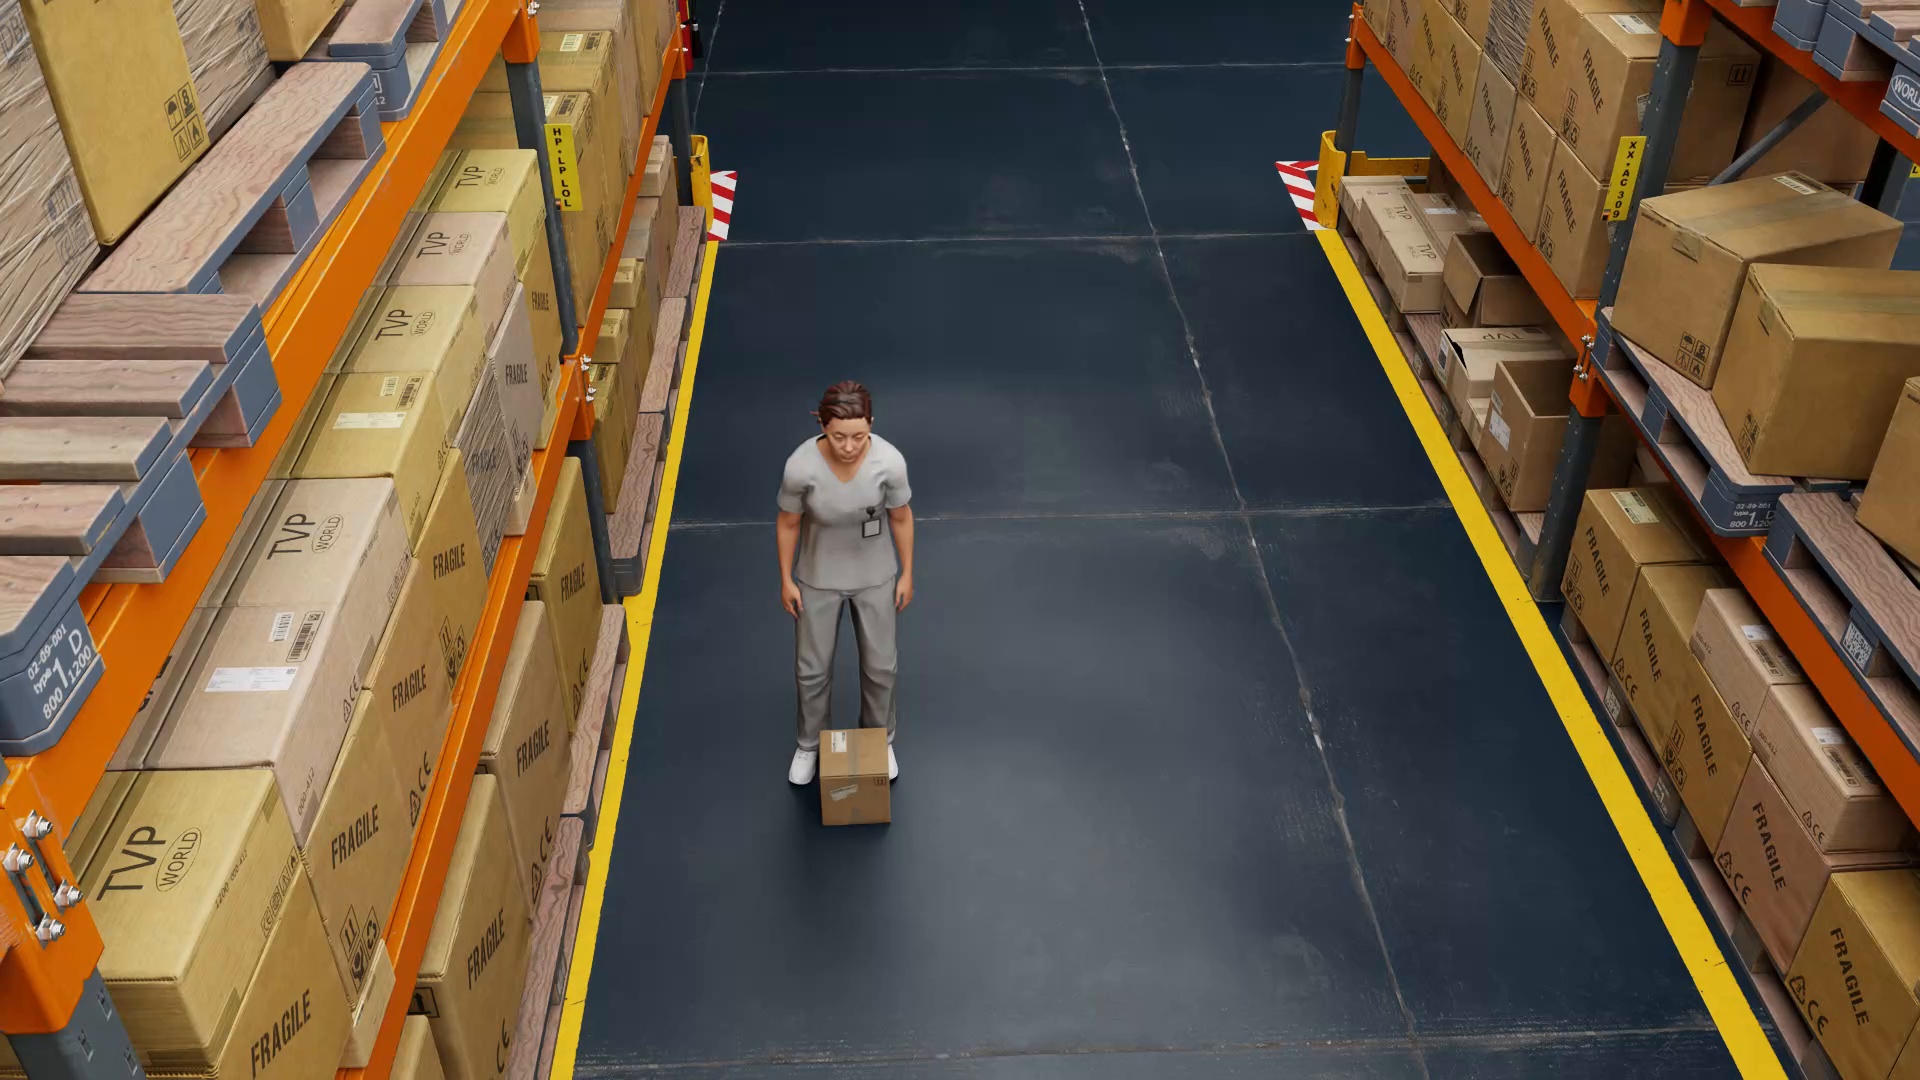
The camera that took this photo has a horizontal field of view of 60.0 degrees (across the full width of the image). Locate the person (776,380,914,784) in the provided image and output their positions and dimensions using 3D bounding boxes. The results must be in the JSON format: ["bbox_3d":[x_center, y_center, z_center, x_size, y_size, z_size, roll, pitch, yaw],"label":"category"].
[{"bbox_3d":[-0.409,0.156,5.939,0.504,1.658,0.364,-3,36,-5],"label":"person"}]
